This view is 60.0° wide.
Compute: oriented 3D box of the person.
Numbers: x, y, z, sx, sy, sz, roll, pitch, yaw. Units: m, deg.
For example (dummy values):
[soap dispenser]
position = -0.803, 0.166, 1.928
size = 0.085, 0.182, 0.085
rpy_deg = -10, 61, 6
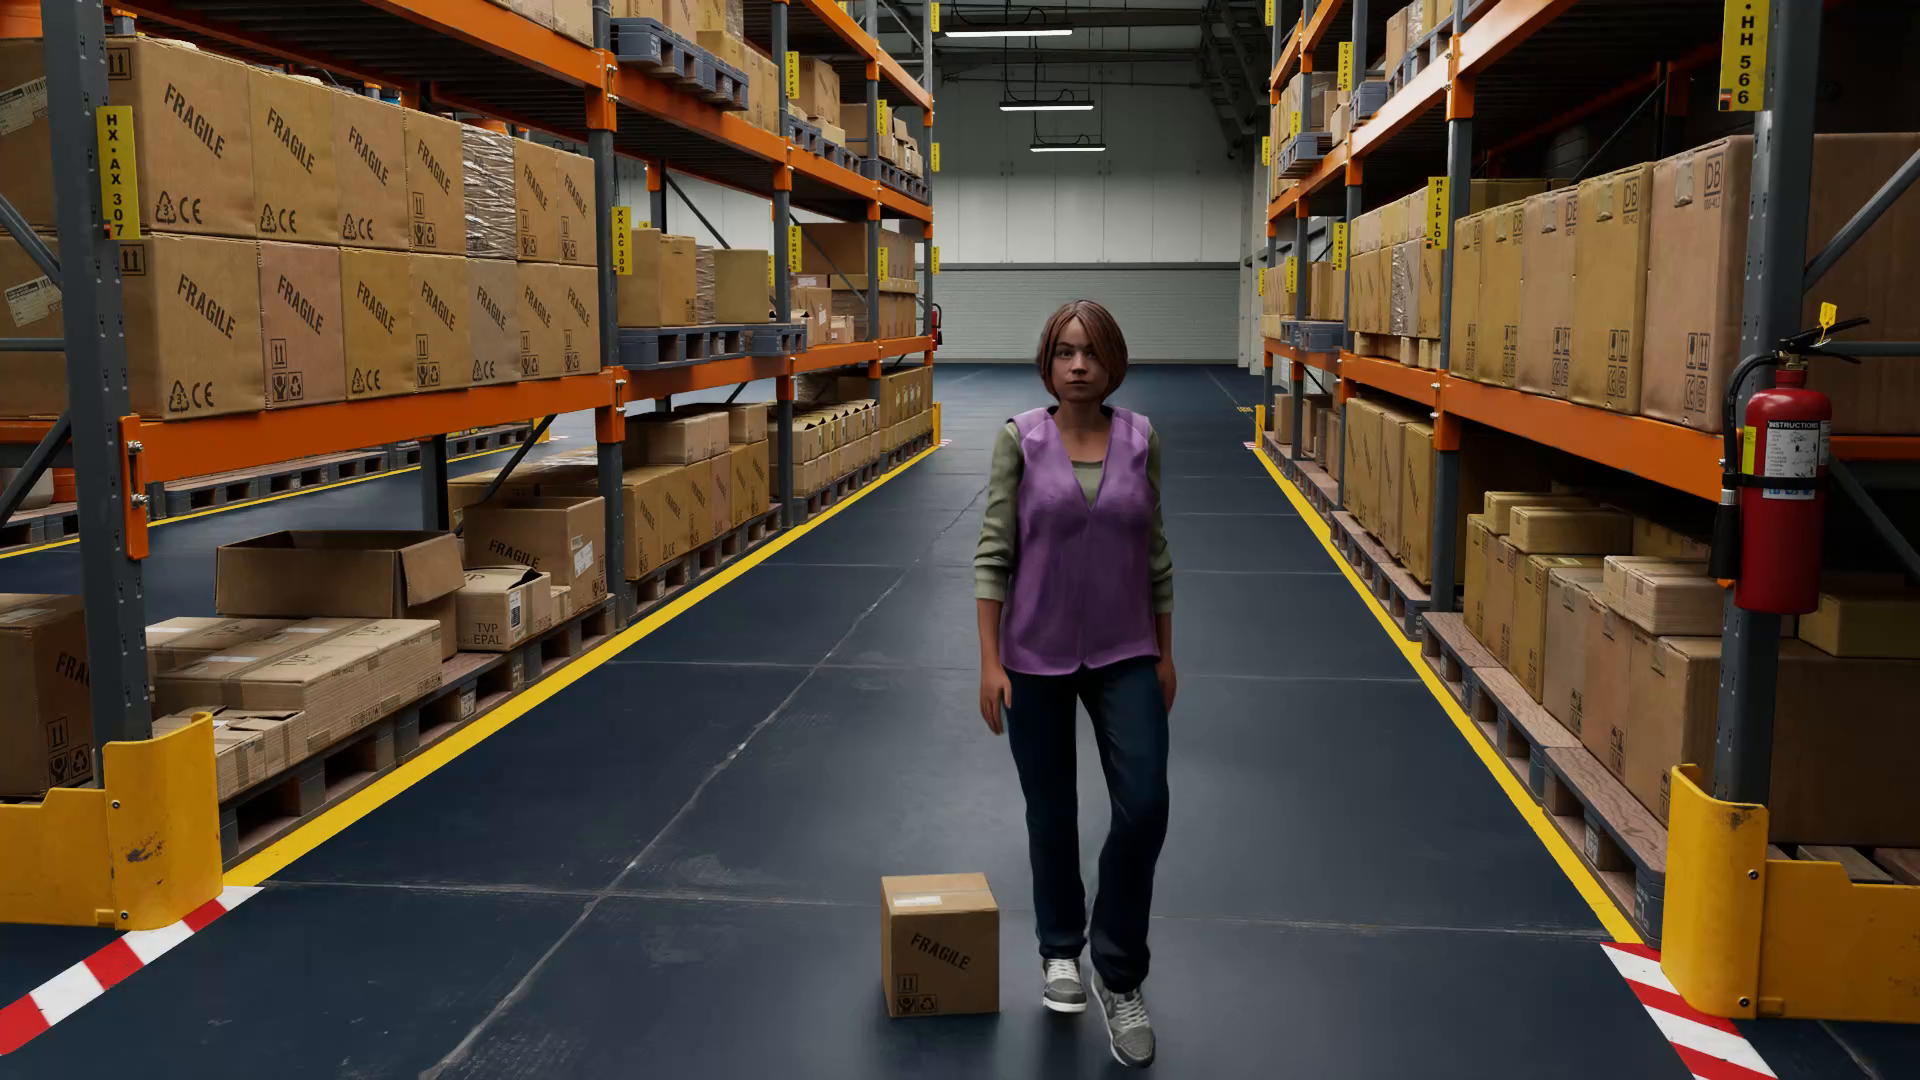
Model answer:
[person]
position = 0.256, 0.303, 3.620
size = 0.456, 1.639, 0.495
rpy_deg = 0, 8, -1
